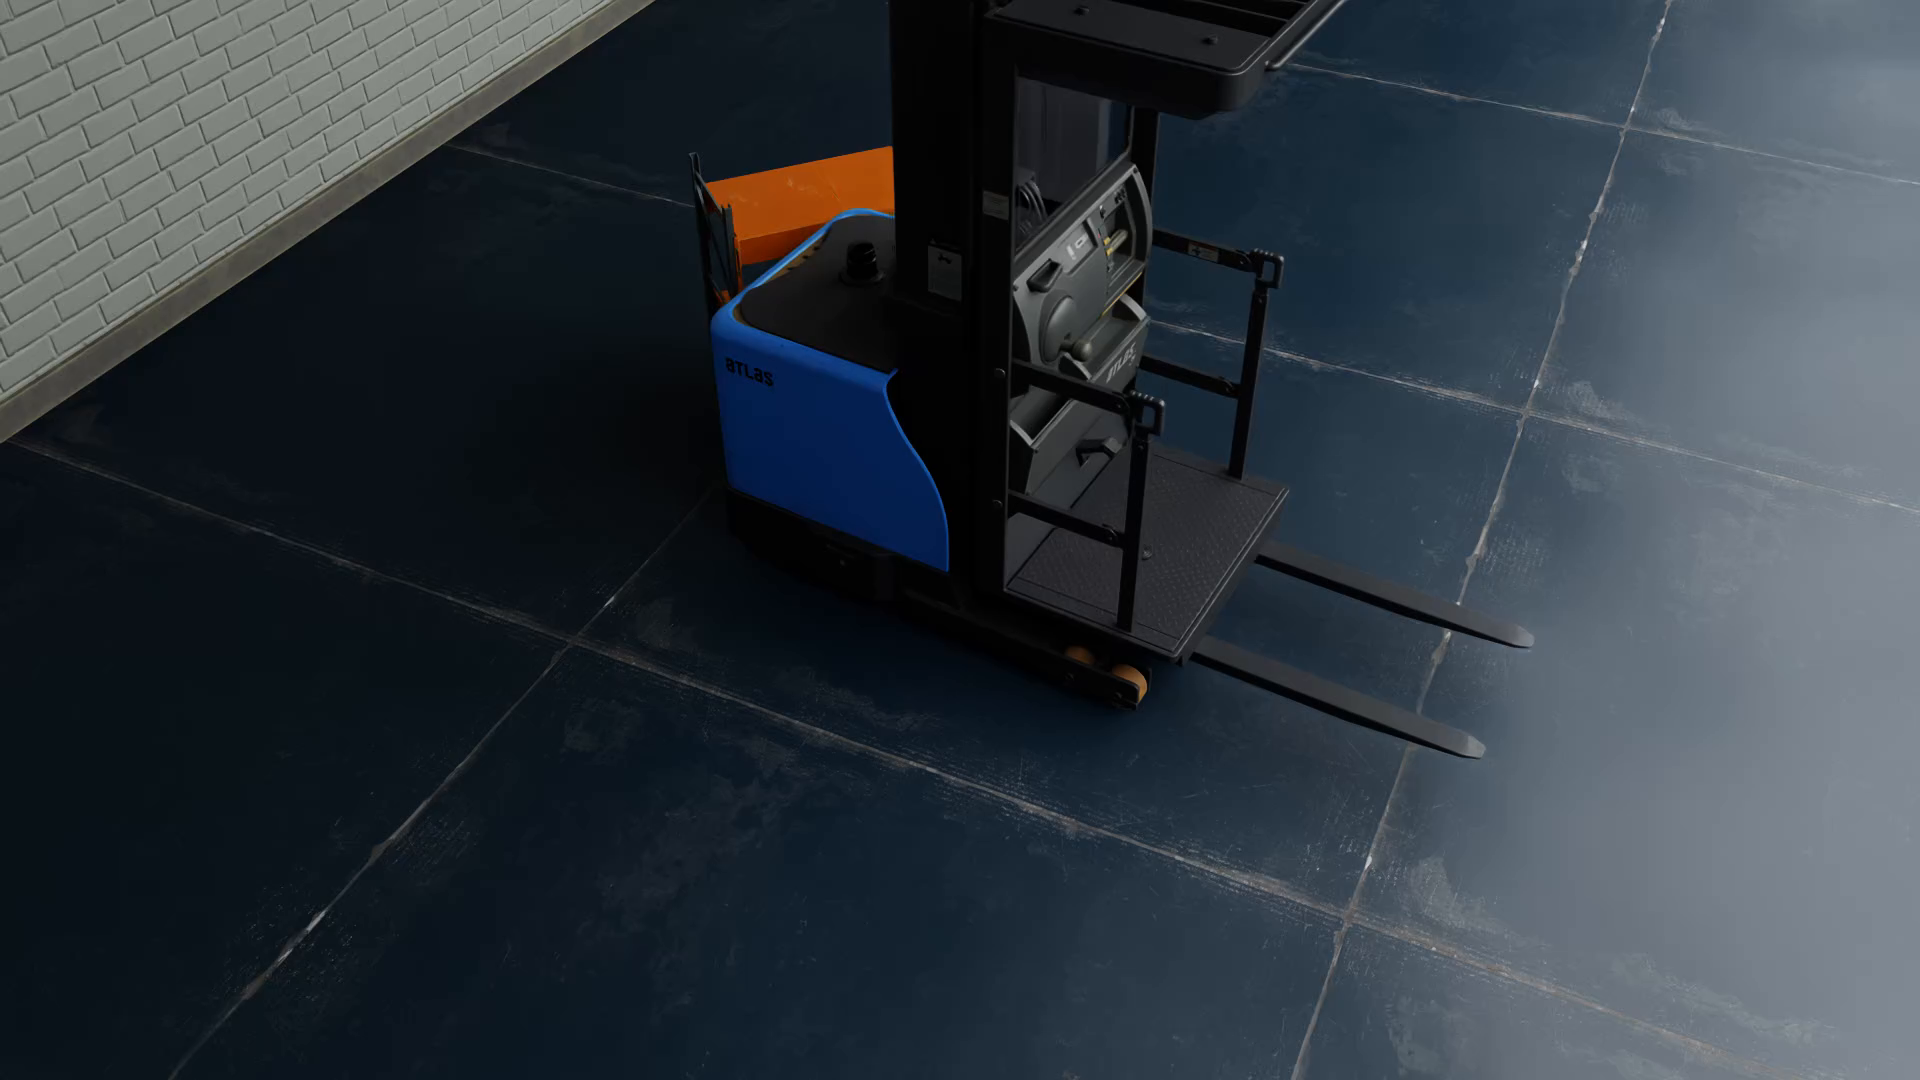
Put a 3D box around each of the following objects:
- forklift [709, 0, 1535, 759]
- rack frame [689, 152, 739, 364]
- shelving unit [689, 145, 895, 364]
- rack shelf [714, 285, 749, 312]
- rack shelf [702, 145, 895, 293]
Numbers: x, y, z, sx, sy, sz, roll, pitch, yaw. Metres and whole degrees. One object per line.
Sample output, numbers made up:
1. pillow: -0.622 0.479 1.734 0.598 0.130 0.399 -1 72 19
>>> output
1. forklift: 0.601 -0.893 5.543 3.031 2.935 1.130 21 45 22
2. rack frame: -1.010 -1.027 7.076 0.032 1.125 0.500 -16 43 -17
3. shelving unit: -0.543 -1.159 7.229 1.048 1.125 0.538 -16 43 -17
4. rack shelf: -0.543 -0.974 7.389 1.000 0.278 0.538 -16 43 -17
5. rack shelf: -0.543 -1.380 7.037 1.000 0.278 0.538 -16 43 -17
